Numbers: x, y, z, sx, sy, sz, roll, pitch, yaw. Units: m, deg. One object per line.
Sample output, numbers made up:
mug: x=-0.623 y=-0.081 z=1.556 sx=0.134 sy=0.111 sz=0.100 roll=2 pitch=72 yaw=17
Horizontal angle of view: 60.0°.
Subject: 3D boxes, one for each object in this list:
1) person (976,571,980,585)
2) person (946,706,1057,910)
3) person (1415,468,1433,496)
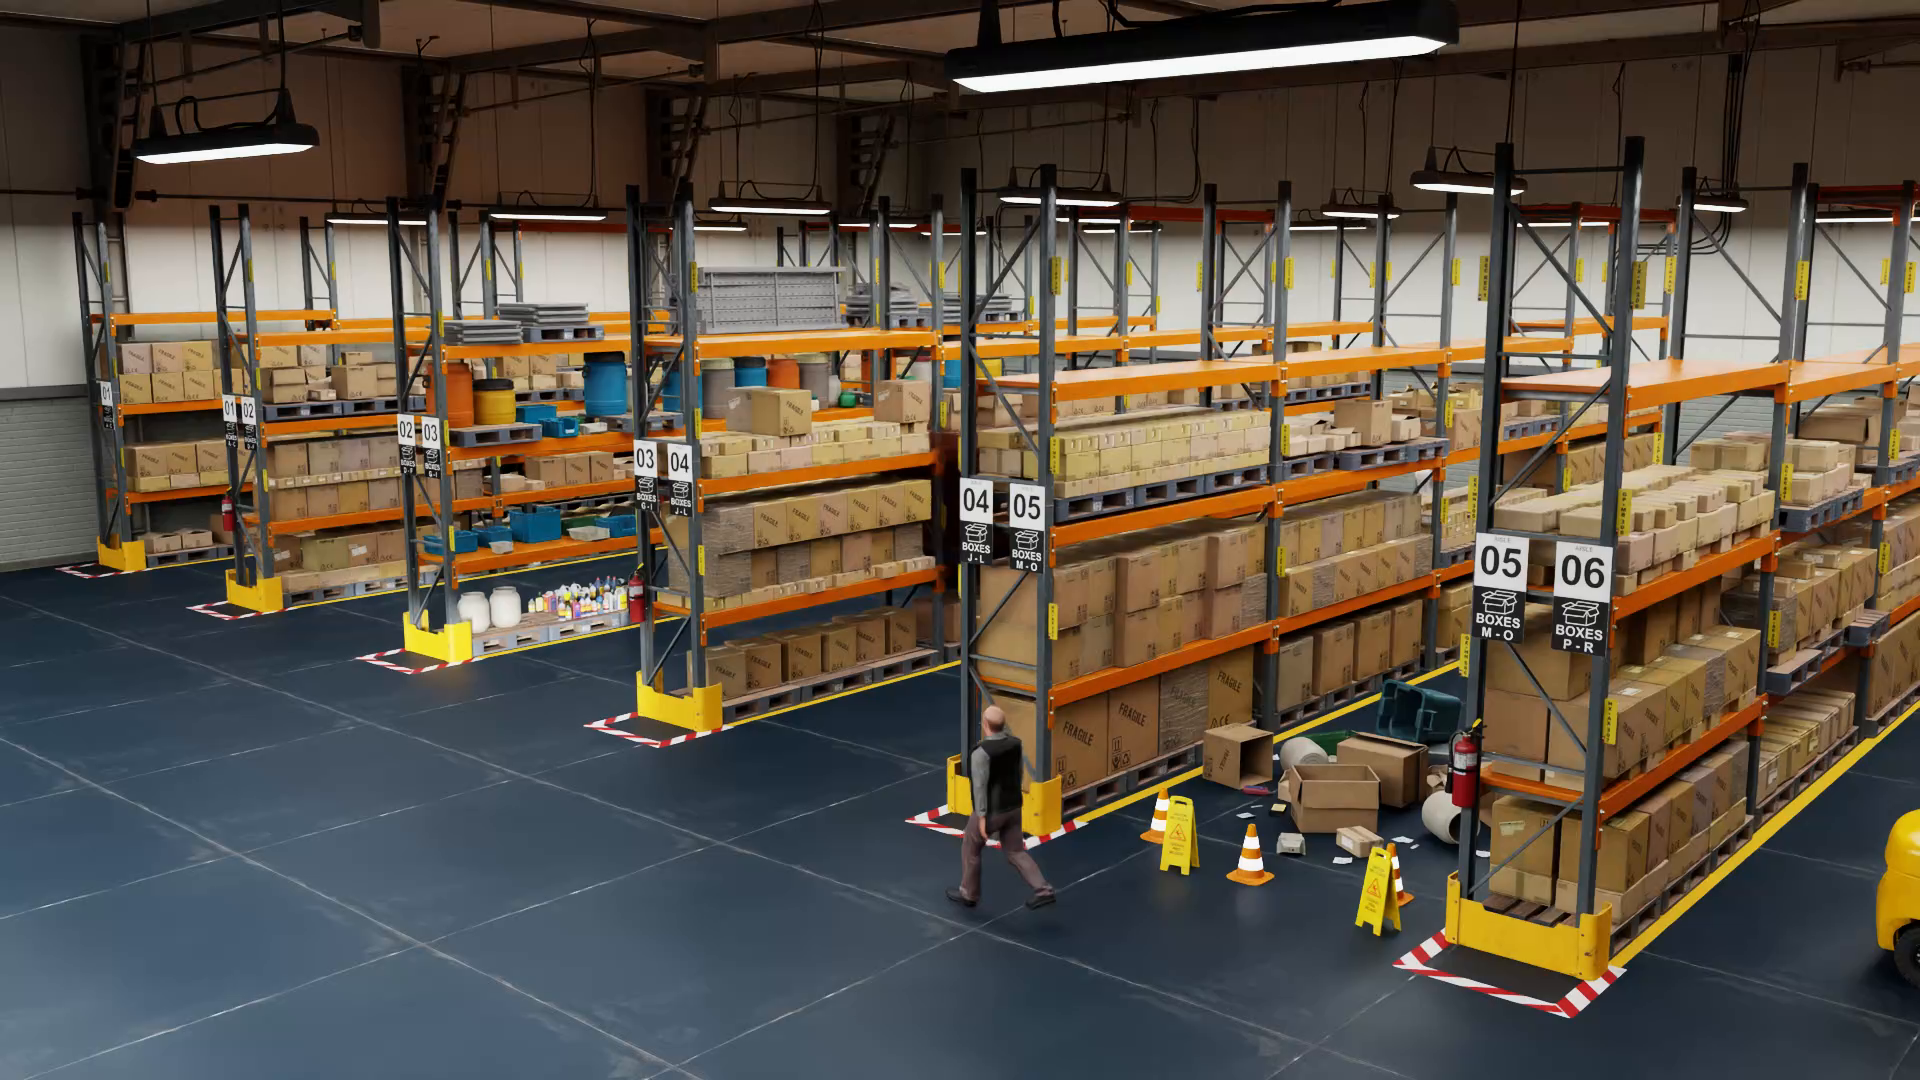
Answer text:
person: x=0.151 y=-0.059 z=25.126 sx=0.692 sy=1.601 sz=0.612 roll=-8 pitch=12 yaw=-39
person: x=0.307 y=2.159 z=13.237 sx=0.999 sy=1.682 sz=0.542 roll=9 pitch=13 yaw=42
person: x=8.344 y=-0.650 z=29.659 sx=0.403 sy=1.785 sz=0.636 roll=-4 pitch=10 yaw=-21
